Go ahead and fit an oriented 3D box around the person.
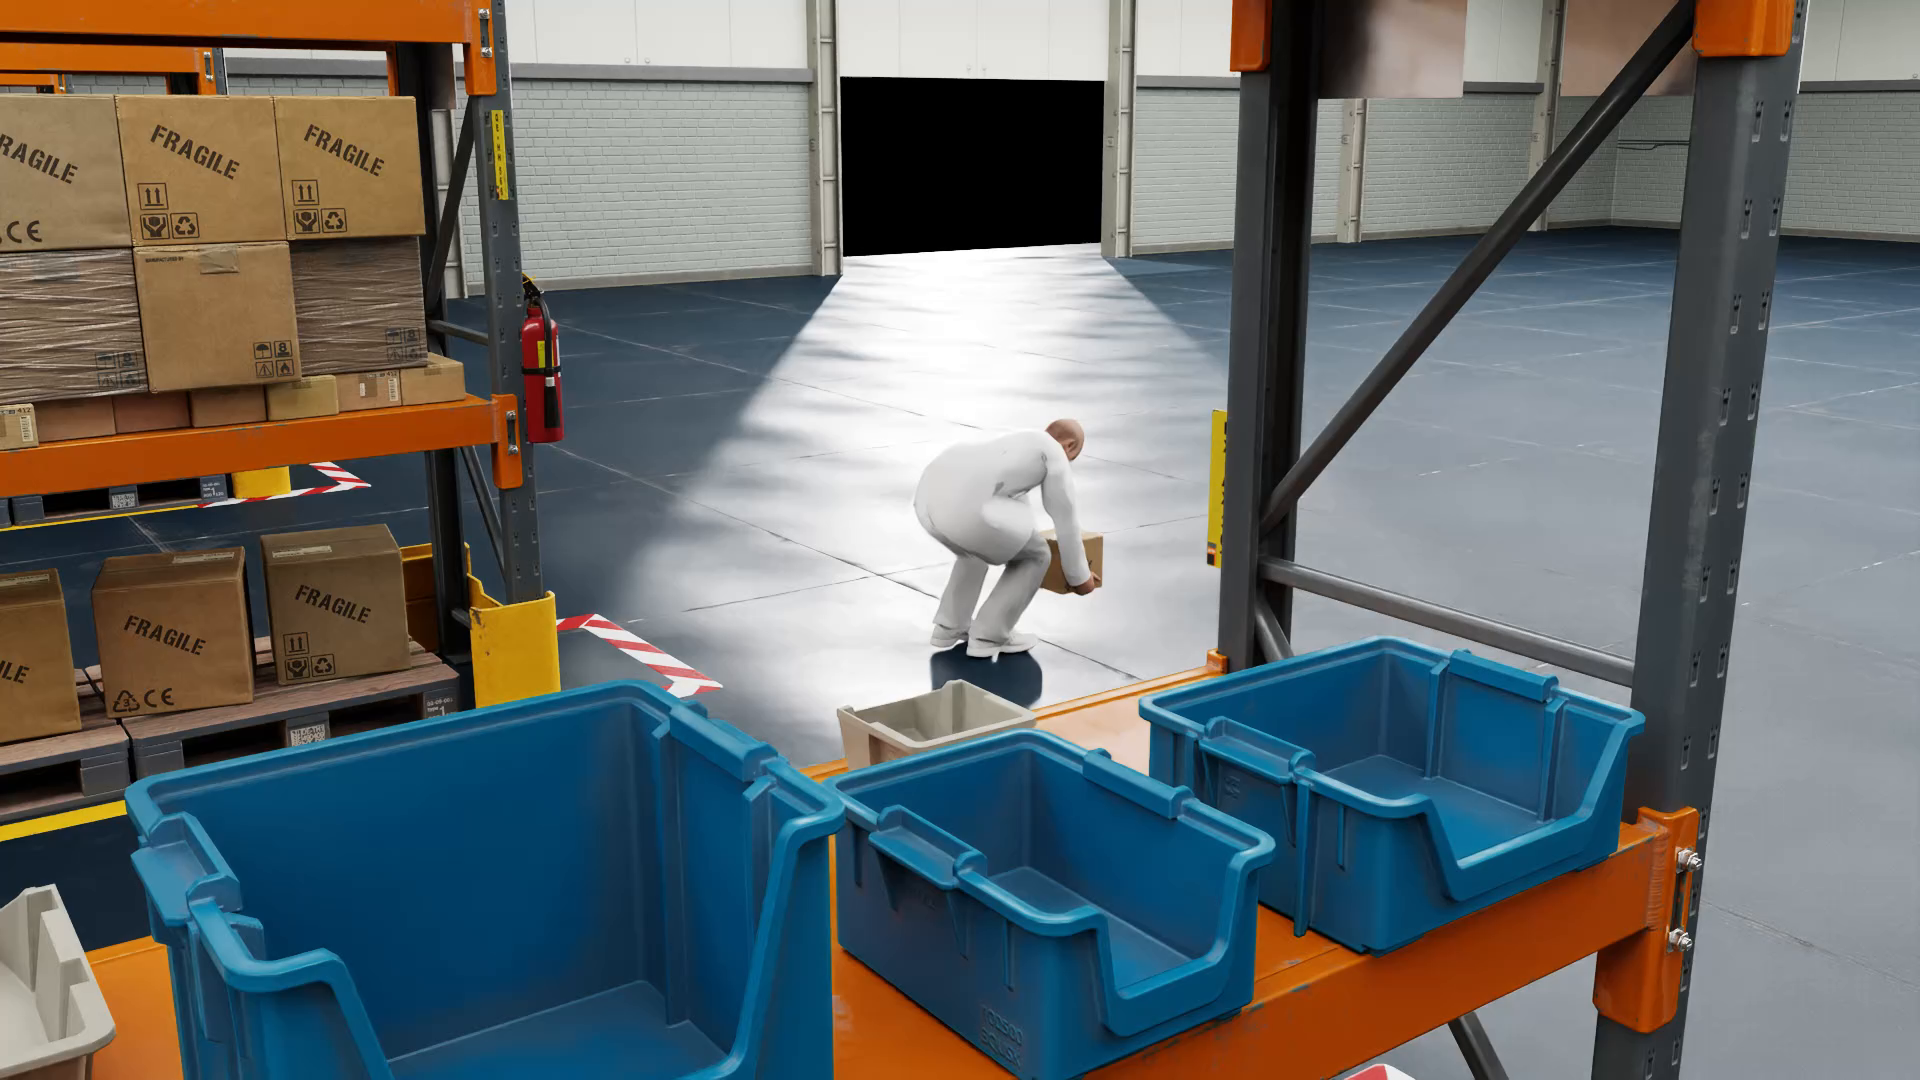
[{"bbox_3d":[0.209,-0.013,7.655,0.939,1.005,0.591,-11,18,-37],"label":"person"}]
